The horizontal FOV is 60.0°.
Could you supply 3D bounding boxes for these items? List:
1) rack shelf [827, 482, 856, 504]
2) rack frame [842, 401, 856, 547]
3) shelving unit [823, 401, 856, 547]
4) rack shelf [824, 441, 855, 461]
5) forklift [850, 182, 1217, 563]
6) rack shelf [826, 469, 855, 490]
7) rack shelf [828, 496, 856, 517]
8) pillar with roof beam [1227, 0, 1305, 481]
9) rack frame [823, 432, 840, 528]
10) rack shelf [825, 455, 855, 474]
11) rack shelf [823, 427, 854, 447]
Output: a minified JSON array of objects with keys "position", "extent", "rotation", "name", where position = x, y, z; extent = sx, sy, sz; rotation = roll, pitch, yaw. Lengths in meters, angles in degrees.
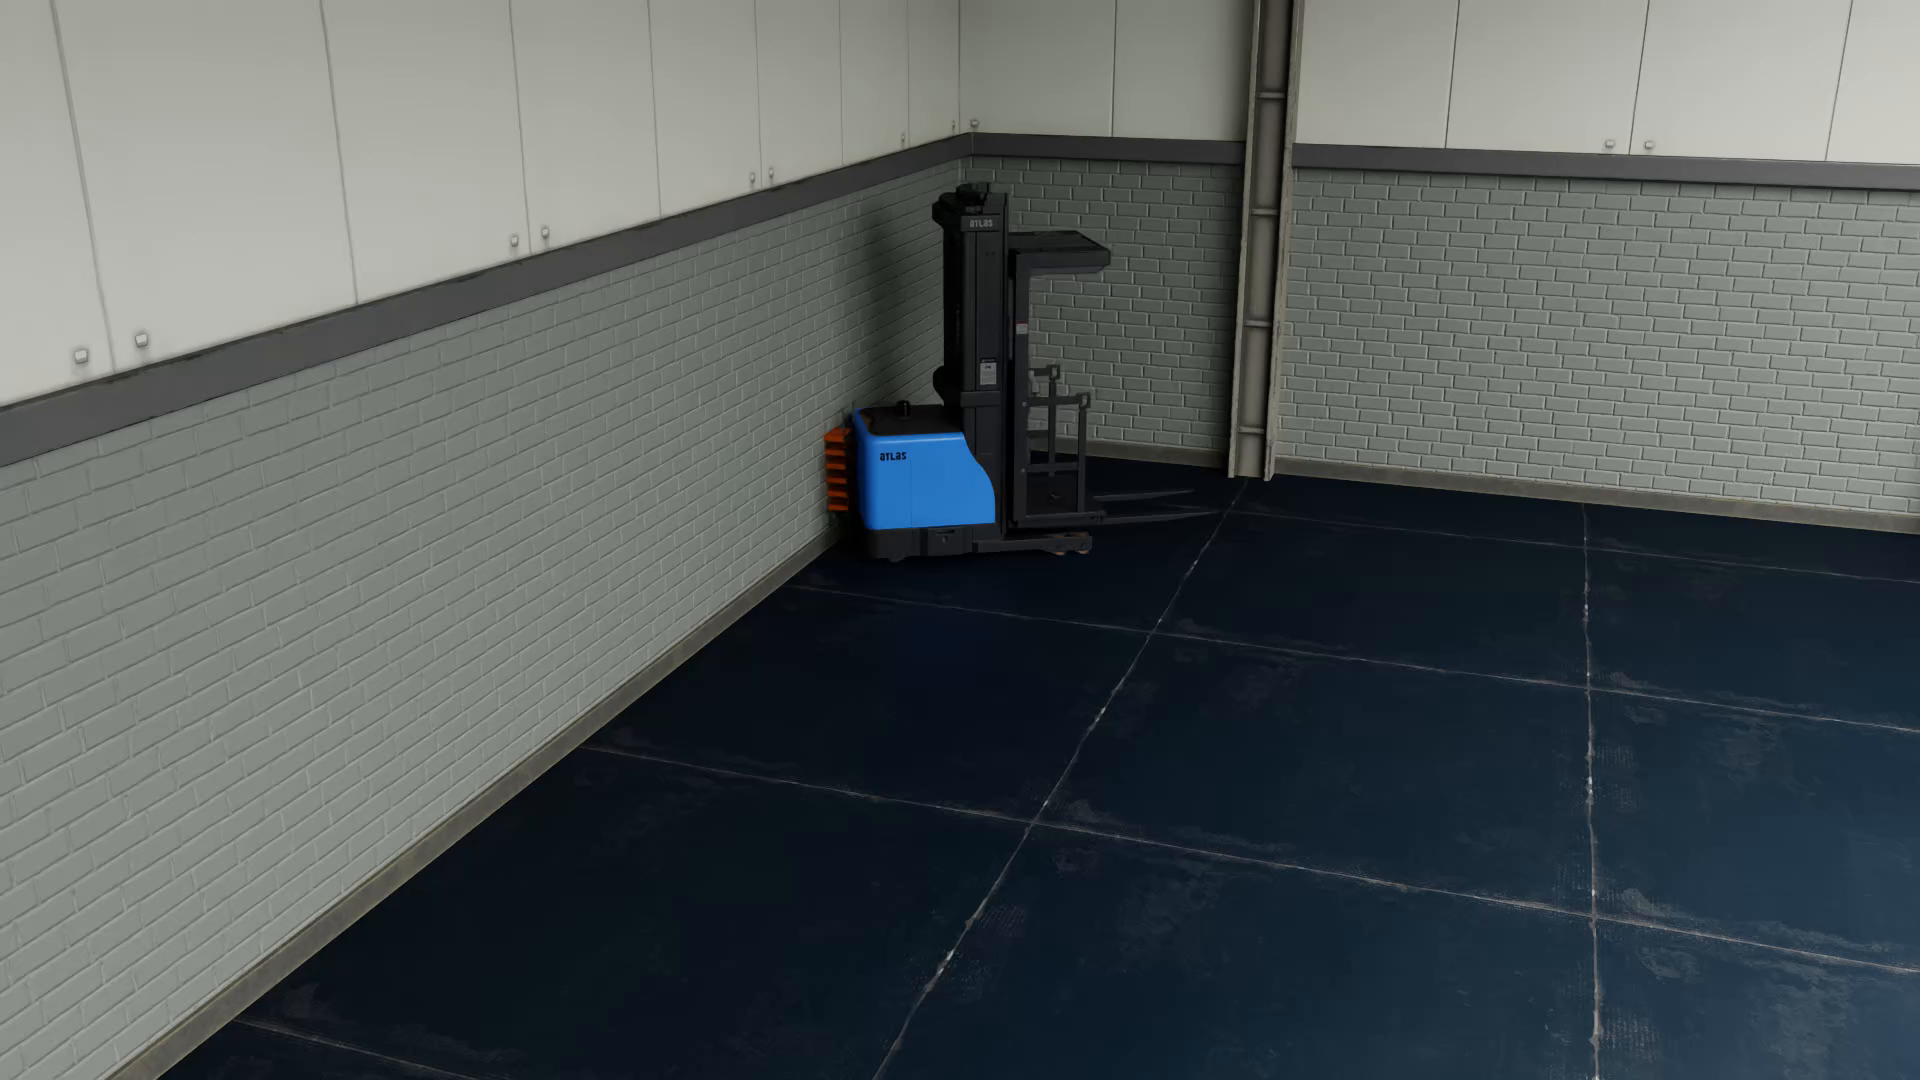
[{"position":[-0.977,-0.401,13.870],"extent":[0.180,0.103,0.258],"rotation":[5,23,18],"name":"rack shelf"},{"position":[-0.896,-0.546,13.782],"extent":[0.006,1.200,0.240],"rotation":[5,23,18],"name":"rack frame"},{"position":[-0.983,-0.554,13.810],"extent":[0.189,1.200,0.258],"rotation":[5,23,18],"name":"shelving unit"},{"position":[-0.989,-0.735,13.738],"extent":[0.180,0.103,0.258],"rotation":[5,23,18],"name":"rack shelf"},{"position":[0.633,-1.425,13.710],"extent":[3.031,2.935,1.130],"rotation":[-4,20,-10],"name":"forklift"},{"position":[-0.981,-0.512,13.826],"extent":[0.180,0.103,0.258],"rotation":[5,23,18],"name":"rack shelf"},{"position":[-0.973,-0.289,13.914],"extent":[0.180,0.103,0.258],"rotation":[5,23,18],"name":"rack shelf"},{"position":[1.363,-3.534,10.545],"extent":[0.400,9.000,9.100],"rotation":[7,20,18],"name":"pillar with roof beam"},{"position":[-1.070,-0.561,13.838],"extent":[0.006,1.200,0.240],"rotation":[5,23,18],"name":"rack frame"},{"position":[-0.985,-0.624,13.782],"extent":[0.180,0.103,0.258],"rotation":[5,23,18],"name":"rack shelf"},{"position":[-0.993,-0.847,13.694],"extent":[0.180,0.103,0.258],"rotation":[5,23,18],"name":"rack shelf"}]
